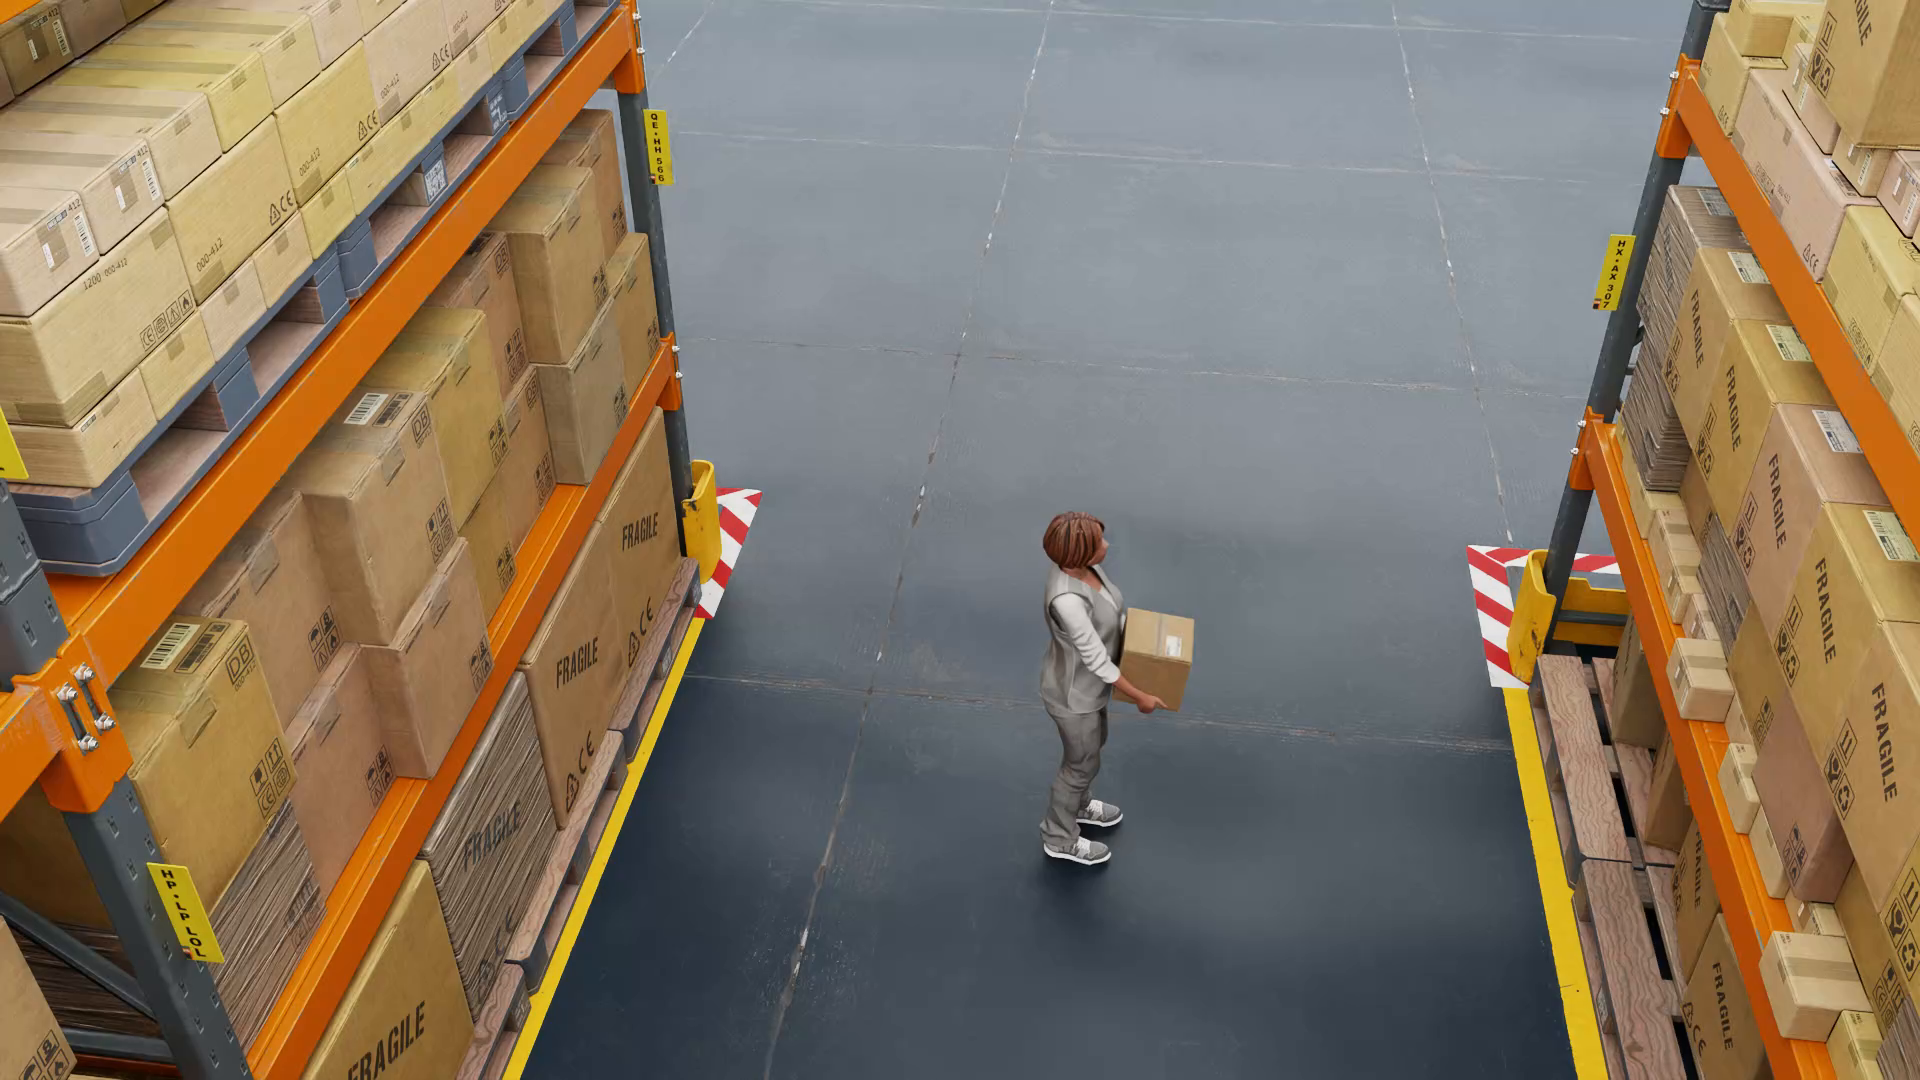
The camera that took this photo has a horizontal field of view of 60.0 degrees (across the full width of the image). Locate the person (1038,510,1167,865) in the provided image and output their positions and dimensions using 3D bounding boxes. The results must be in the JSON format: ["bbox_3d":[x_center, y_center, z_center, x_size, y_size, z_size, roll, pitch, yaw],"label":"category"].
[{"bbox_3d":[0.539,0.565,6.290,0.488,1.592,0.405,5,37,7],"label":"person"}]
